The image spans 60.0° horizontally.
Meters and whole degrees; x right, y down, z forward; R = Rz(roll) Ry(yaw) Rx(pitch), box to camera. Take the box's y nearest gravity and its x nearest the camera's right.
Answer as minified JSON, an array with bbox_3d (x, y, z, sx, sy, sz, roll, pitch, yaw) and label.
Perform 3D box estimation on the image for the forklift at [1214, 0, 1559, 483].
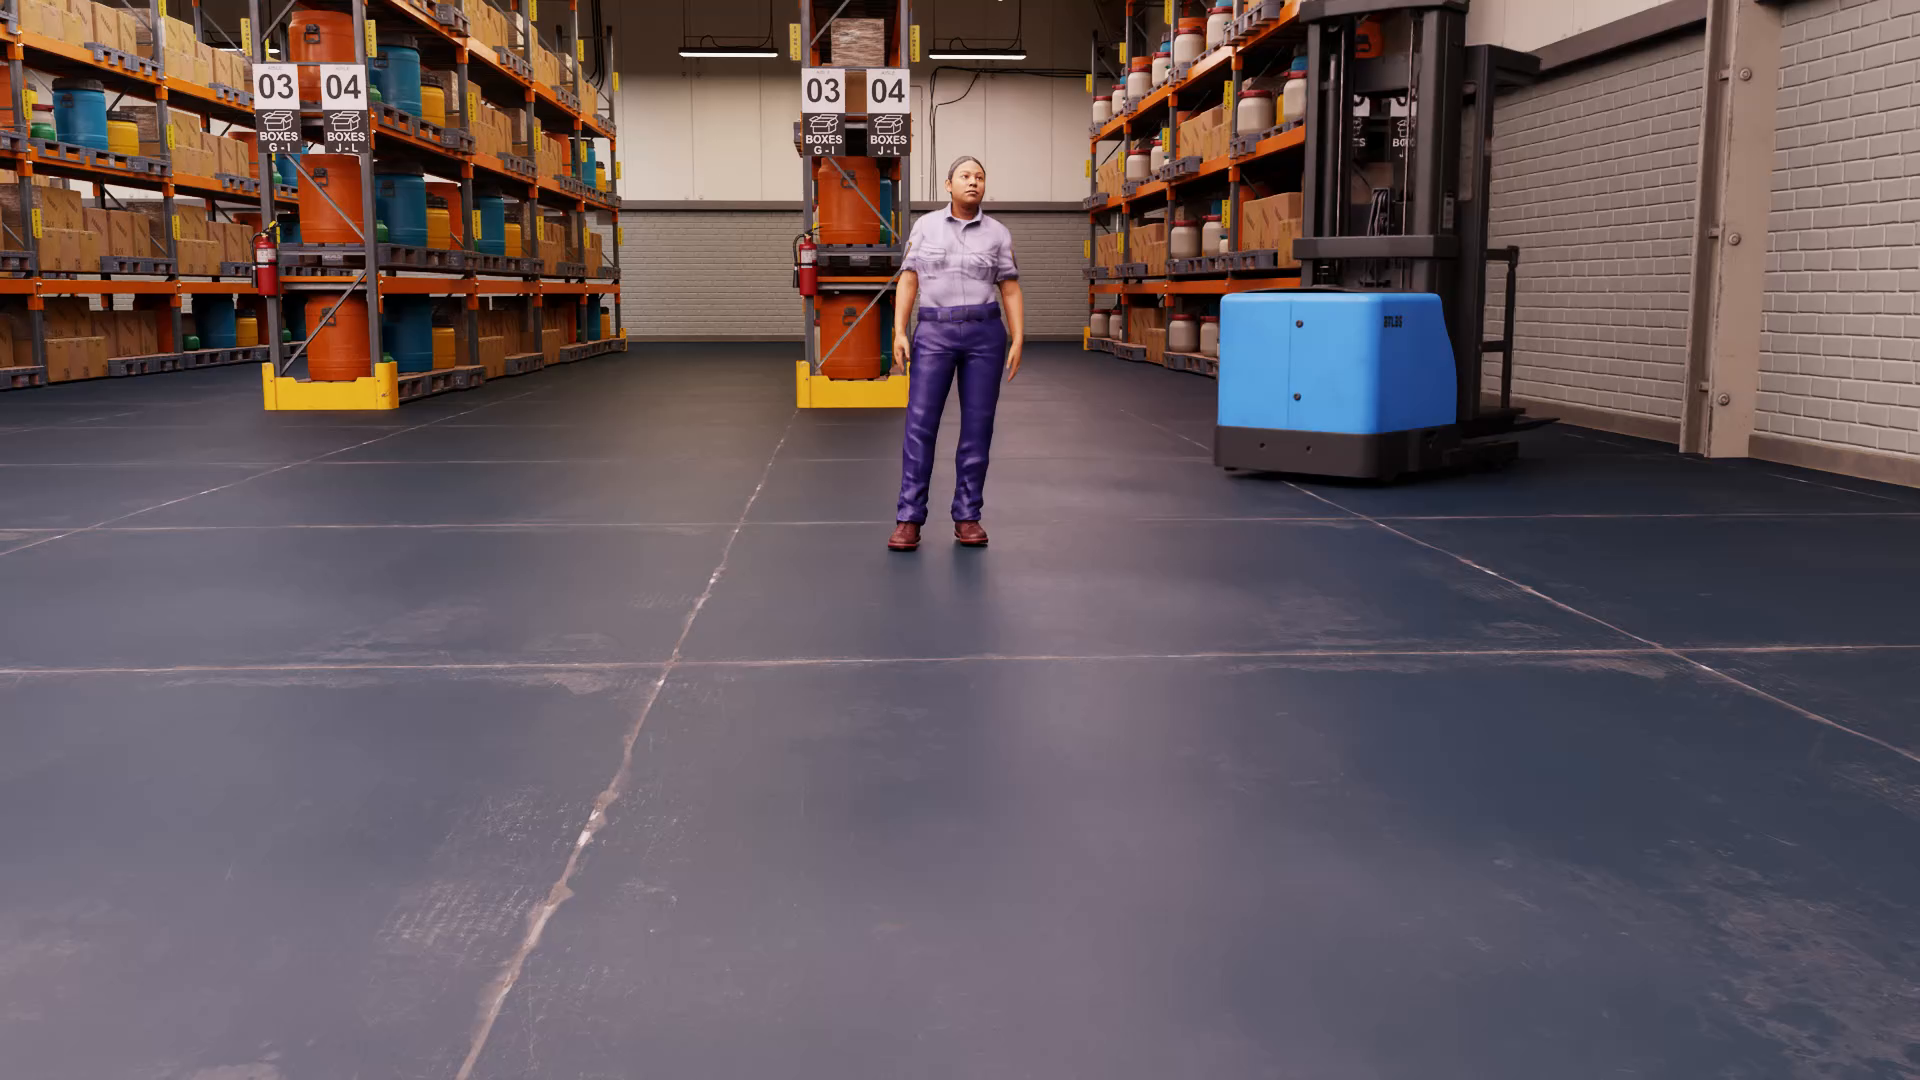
[{"bbox_3d":[2.849,-1.928,10.318,1.130,2.935,3.031,7,11,41],"label":"forklift"}]

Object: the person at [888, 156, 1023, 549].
[{"bbox_3d":[-0.017,-0.804,7.098,0.598,1.643,0.502,-1,8,-4],"label":"person"}]
